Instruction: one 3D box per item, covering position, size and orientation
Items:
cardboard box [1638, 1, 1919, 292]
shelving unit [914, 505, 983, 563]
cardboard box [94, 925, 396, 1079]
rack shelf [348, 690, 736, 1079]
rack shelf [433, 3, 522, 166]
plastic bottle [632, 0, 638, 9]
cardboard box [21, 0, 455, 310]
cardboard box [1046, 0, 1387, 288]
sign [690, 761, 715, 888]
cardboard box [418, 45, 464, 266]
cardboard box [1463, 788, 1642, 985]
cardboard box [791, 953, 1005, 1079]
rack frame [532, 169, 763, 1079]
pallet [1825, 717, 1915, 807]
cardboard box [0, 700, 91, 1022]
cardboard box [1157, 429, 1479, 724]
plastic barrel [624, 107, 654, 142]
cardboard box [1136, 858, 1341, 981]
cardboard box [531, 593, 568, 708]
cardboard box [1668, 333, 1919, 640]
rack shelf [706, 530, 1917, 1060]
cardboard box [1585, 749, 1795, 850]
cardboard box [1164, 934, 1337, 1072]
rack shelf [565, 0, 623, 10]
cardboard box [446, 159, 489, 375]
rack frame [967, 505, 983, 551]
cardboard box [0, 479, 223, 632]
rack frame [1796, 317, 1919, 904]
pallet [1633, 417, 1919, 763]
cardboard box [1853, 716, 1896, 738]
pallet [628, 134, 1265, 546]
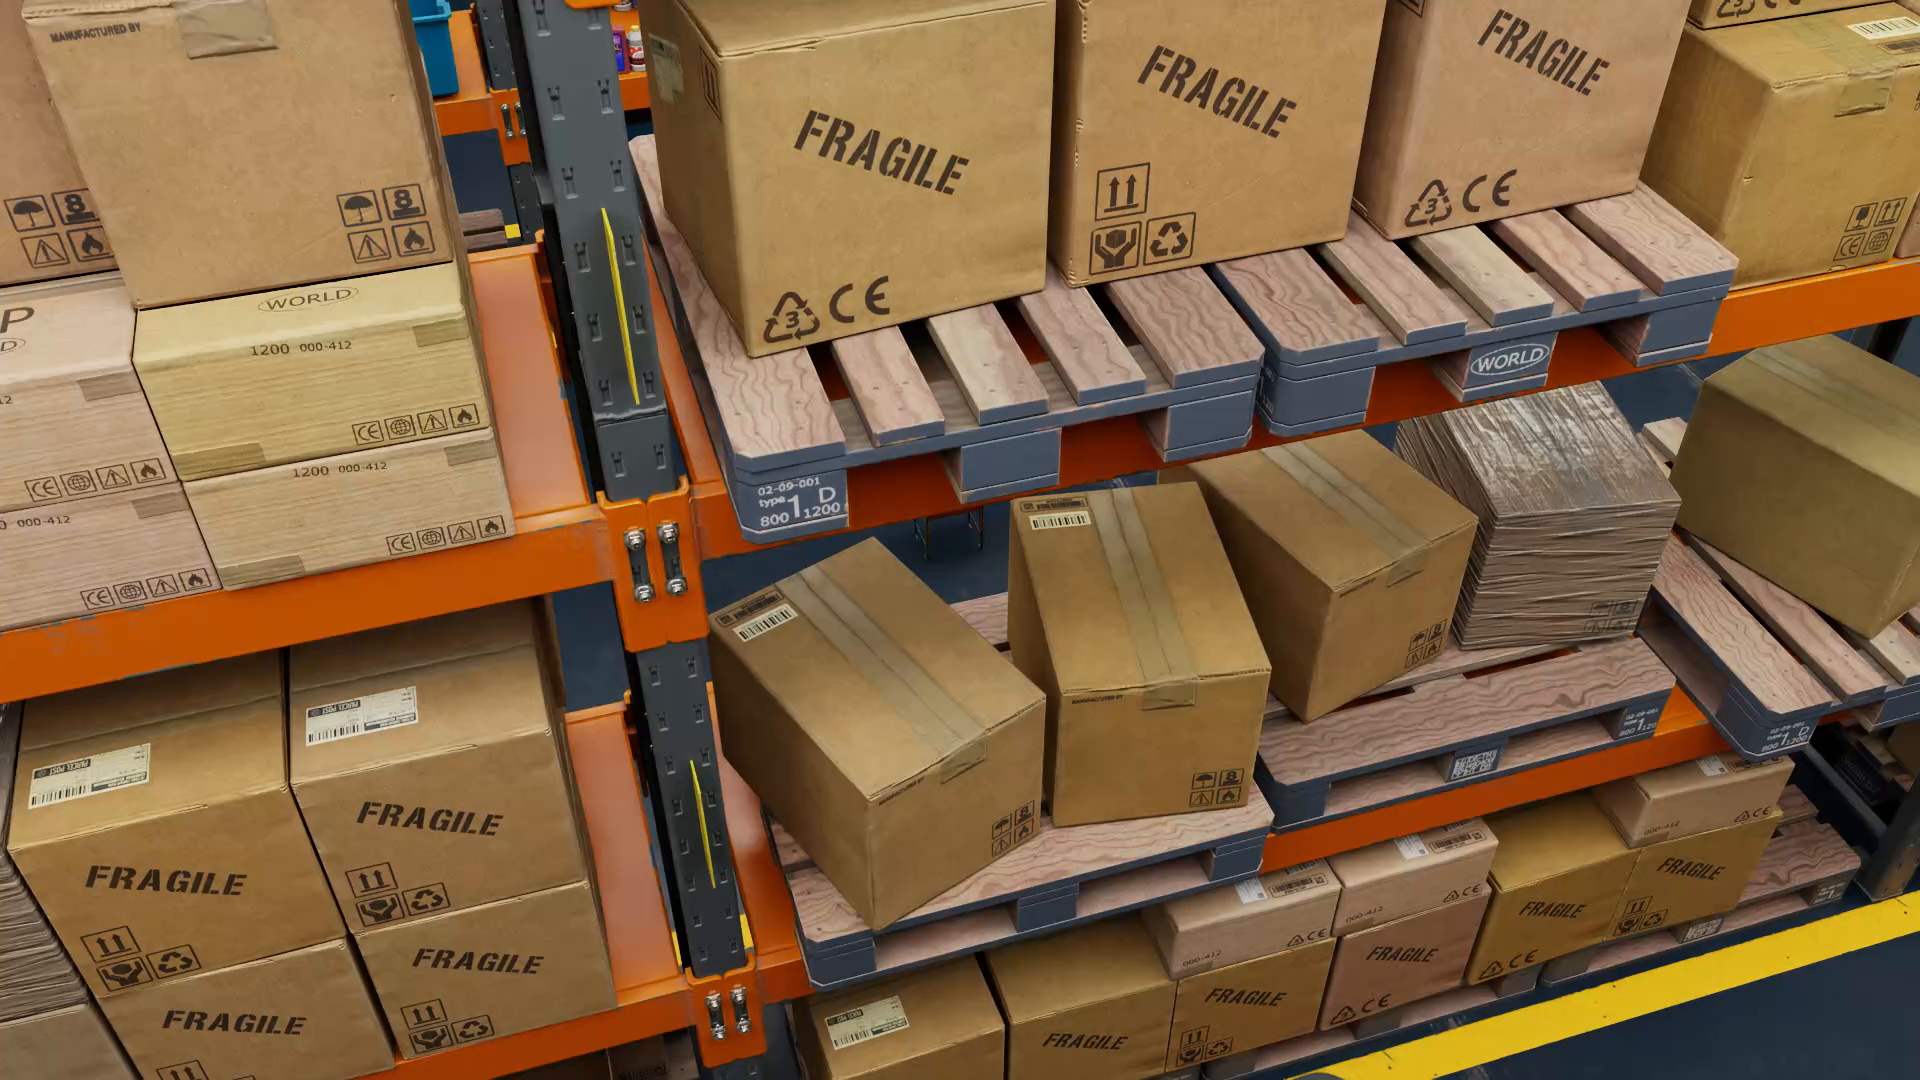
[{"bbox_3d":[1.699,-1.042,3.807,0.500,0.500,0.910,-12,42,-13],"label":"cardboard box"},{"bbox_3d":[-0.051,-0.385,6.893,0.252,1.050,0.215,-12,42,-13],"label":"shelving unit"},{"bbox_3d":[-1.619,0.930,3.830,0.500,0.500,0.500,-11,42,-12],"label":"cardboard box"},{"bbox_3d":[-2.635,1.271,4.062,4.000,0.370,1.077,-12,42,-13],"label":"rack shelf"},{"bbox_3d":[-4.120,-1.838,7.621,4.000,0.370,1.077,-12,42,-13],"label":"rack shelf"},{"bbox_3d":[-1.585,-2.811,8.281,0.135,0.276,0.152,-12,42,-13],"label":"plastic bottle"},{"bbox_3d":[-1.180,-0.819,2.792,0.500,0.500,0.700,-12,42,-13],"label":"cardboard box"},{"bbox_3d":[0.405,-0.958,3.315,0.600,0.600,0.600,-12,43,-14],"label":"cardboard box"},{"bbox_3d":[-0.558,0.618,3.605,0.005,0.325,0.100,-12,42,-13],"label":"sign"},{"bbox_3d":[-1.266,-0.716,3.244,0.500,0.250,0.500,-12,42,-13],"label":"cardboard box"},{"bbox_3d":[1.772,1.024,5.363,0.500,0.500,0.500,-13,43,-15],"label":"cardboard box"},{"bbox_3d":[-0.193,1.438,4.890,0.500,0.500,0.500,-14,43,-15],"label":"cardboard box"},{"bbox_3d":[-0.728,0.605,4.278,0.127,3.000,1.000,-12,42,-13],"label":"rack frame"},{"bbox_3d":[3.884,0.726,6.258,1.213,0.211,1.003,-12,42,-13],"label":"pallet"},{"bbox_3d":[-2.101,0.656,3.384,0.500,0.500,0.500,-11,42,-13],"label":"cardboard box"},{"bbox_3d":[0.939,0.021,4.551,0.500,0.500,0.700,-22,46,-24],"label":"cardboard box"},{"bbox_3d":[-1.688,-1.969,8.500,0.708,0.901,0.600,-12,42,-13],"label":"plastic barrel"},{"bbox_3d":[0.761,0.958,4.869,0.500,0.250,0.500,-12,42,-13],"label":"cardboard box"},{"bbox_3d":[-1.262,0.107,4.011,0.500,0.500,0.500,-11,42,-12],"label":"cardboard box"},{"bbox_3d":[2.521,-0.186,4.788,0.500,0.500,0.700,-26,48,-27],"label":"cardboard box"},{"bbox_3d":[1.180,0.481,4.967,4.000,0.370,1.077,-12,42,-13],"label":"rack shelf"},{"bbox_3d":[2.213,0.654,5.218,0.500,0.250,0.500,-10,42,-11],"label":"cardboard box"},{"bbox_3d":[0.791,1.231,5.126,0.500,0.500,0.500,-11,42,-13],"label":"cardboard box"},{"bbox_3d":[1.180,-1.628,3.125,4.000,0.370,1.077,-12,42,-13],"label":"rack shelf"},{"bbox_3d":[-1.266,-0.527,3.408,0.500,0.250,0.500,-12,42,-13],"label":"cardboard box"},{"bbox_3d":[0.065,-0.409,6.920,0.008,1.050,0.200,-12,42,-13],"label":"rack frame"},{"bbox_3d":[-1.592,-0.113,2.934,0.500,0.250,0.500,-12,42,-13],"label":"cardboard box"},{"bbox_3d":[3.087,-0.186,5.183,0.127,3.000,1.000,-12,42,-13],"label":"rack frame"},{"bbox_3d":[2.462,0.065,5.042,1.003,0.211,1.213,-12,42,-13],"label":"pallet"},{"bbox_3d":[3.516,0.435,6.243,0.500,0.250,0.500,-11,42,-12],"label":"cardboard box"},{"bbox_3d":[-0.085,-0.539,3.450,1.003,0.211,1.213,-12,42,-13],"label":"pallet"}]
